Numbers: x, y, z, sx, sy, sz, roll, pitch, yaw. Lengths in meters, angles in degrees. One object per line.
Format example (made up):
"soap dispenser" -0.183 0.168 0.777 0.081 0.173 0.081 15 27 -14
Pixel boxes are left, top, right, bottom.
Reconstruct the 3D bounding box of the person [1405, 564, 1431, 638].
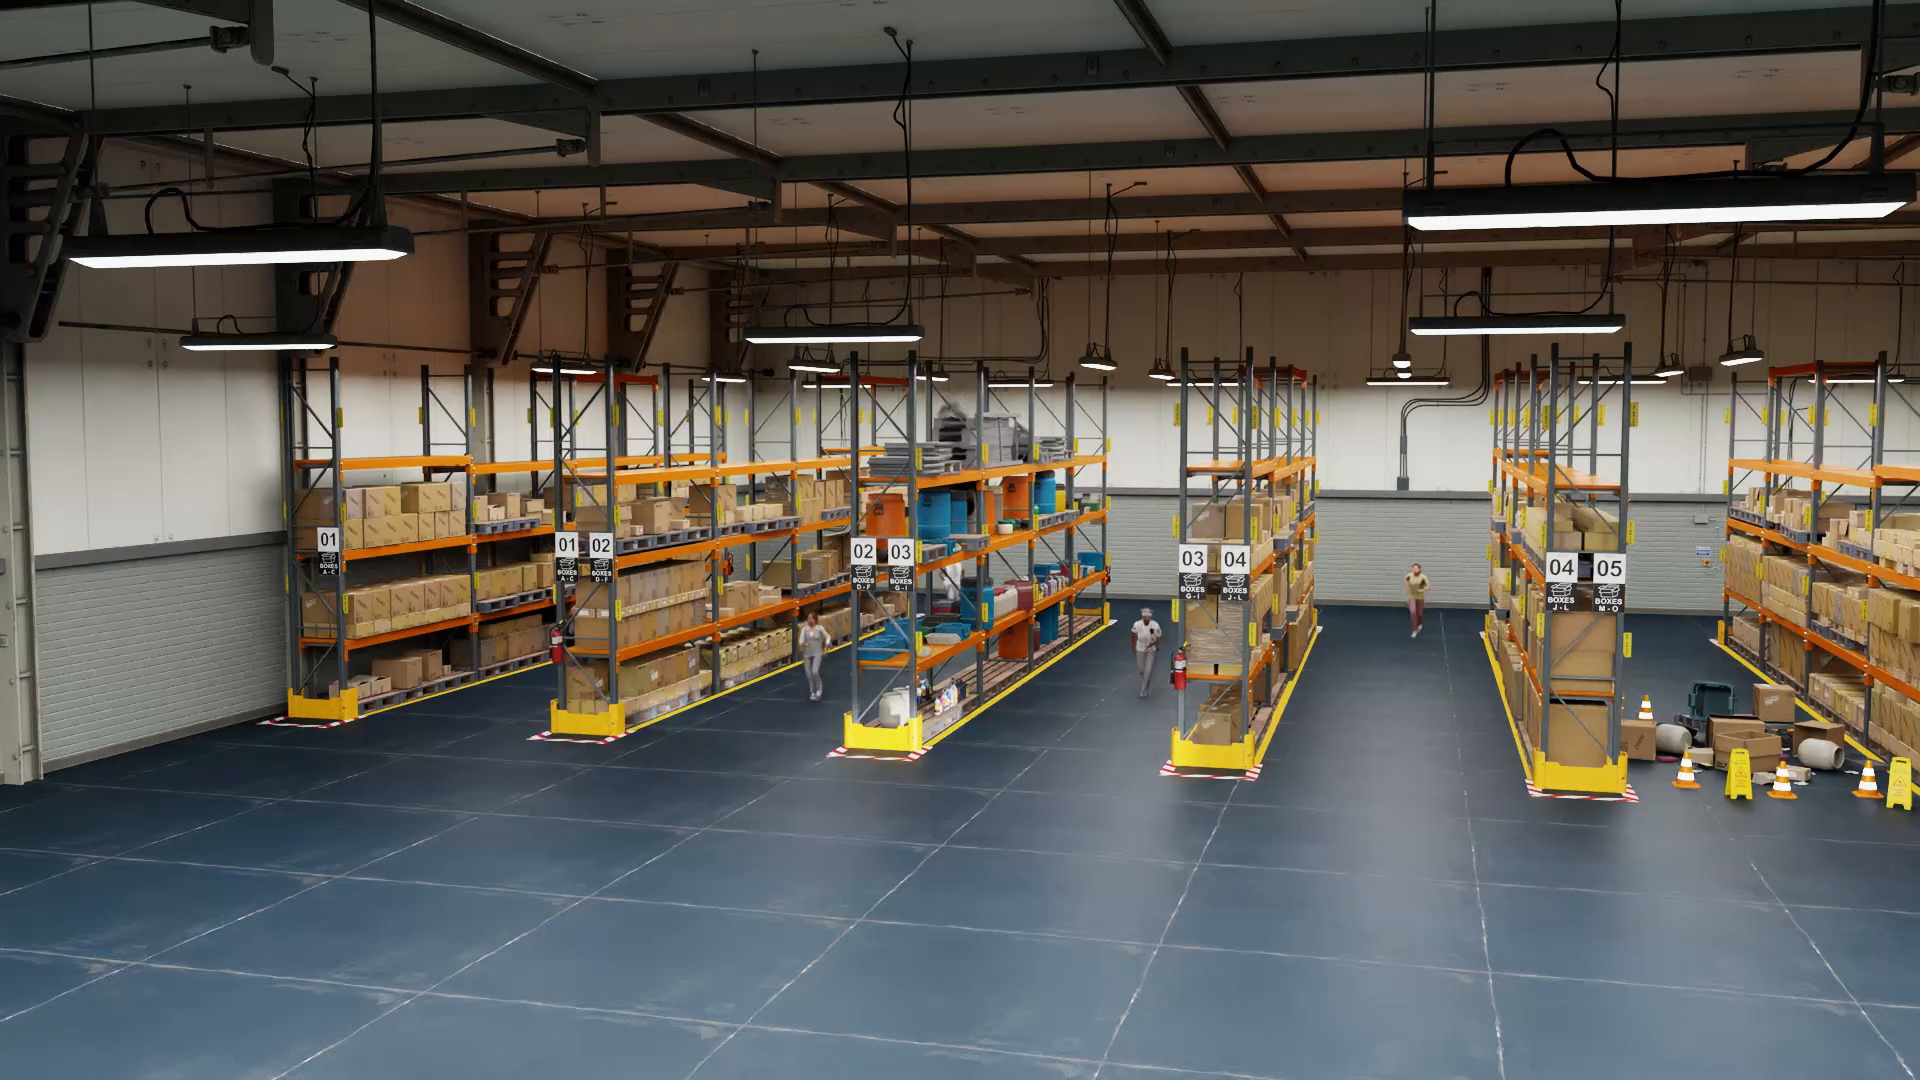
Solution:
"person" 10.513 1.364 38.245 0.598 1.668 1.015 2 5 25

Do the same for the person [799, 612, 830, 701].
"person" -2.580 2.053 29.240 0.510 1.570 0.636 1 4 10

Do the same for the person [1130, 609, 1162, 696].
"person" 3.351 2.018 29.955 0.563 1.617 0.693 0 4 6

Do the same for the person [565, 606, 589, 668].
"person" -6.762 2.008 29.435 0.646 1.697 0.831 1 4 13

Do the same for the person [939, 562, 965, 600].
"person" -0.145 1.113 41.157 0.713 1.741 0.517 -2 4 -20
